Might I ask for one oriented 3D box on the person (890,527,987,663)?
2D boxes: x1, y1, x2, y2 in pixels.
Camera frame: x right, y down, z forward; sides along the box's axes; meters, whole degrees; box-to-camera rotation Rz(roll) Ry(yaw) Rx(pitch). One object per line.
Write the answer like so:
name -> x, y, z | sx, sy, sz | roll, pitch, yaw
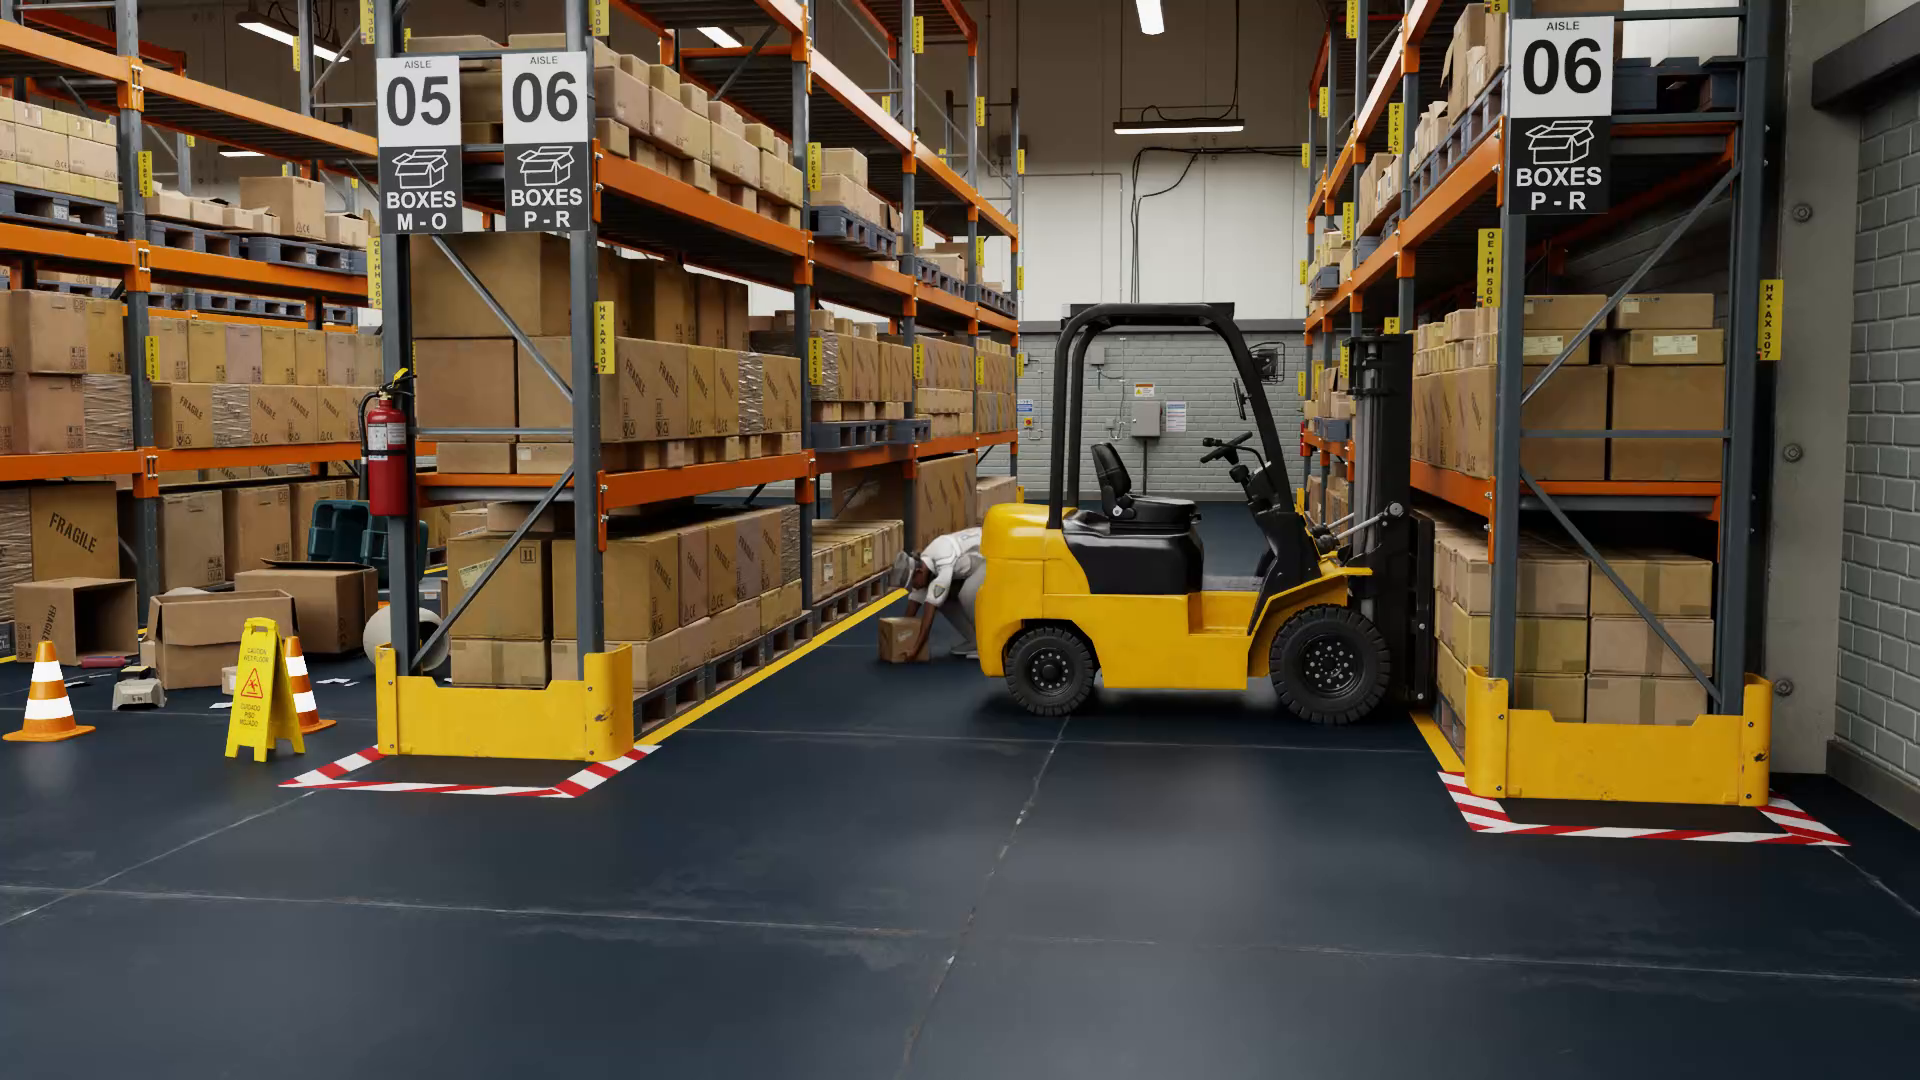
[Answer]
person -> -0.024, 0.350, 10.752 | 0.910, 0.846, 0.474 | -2, 5, -26
